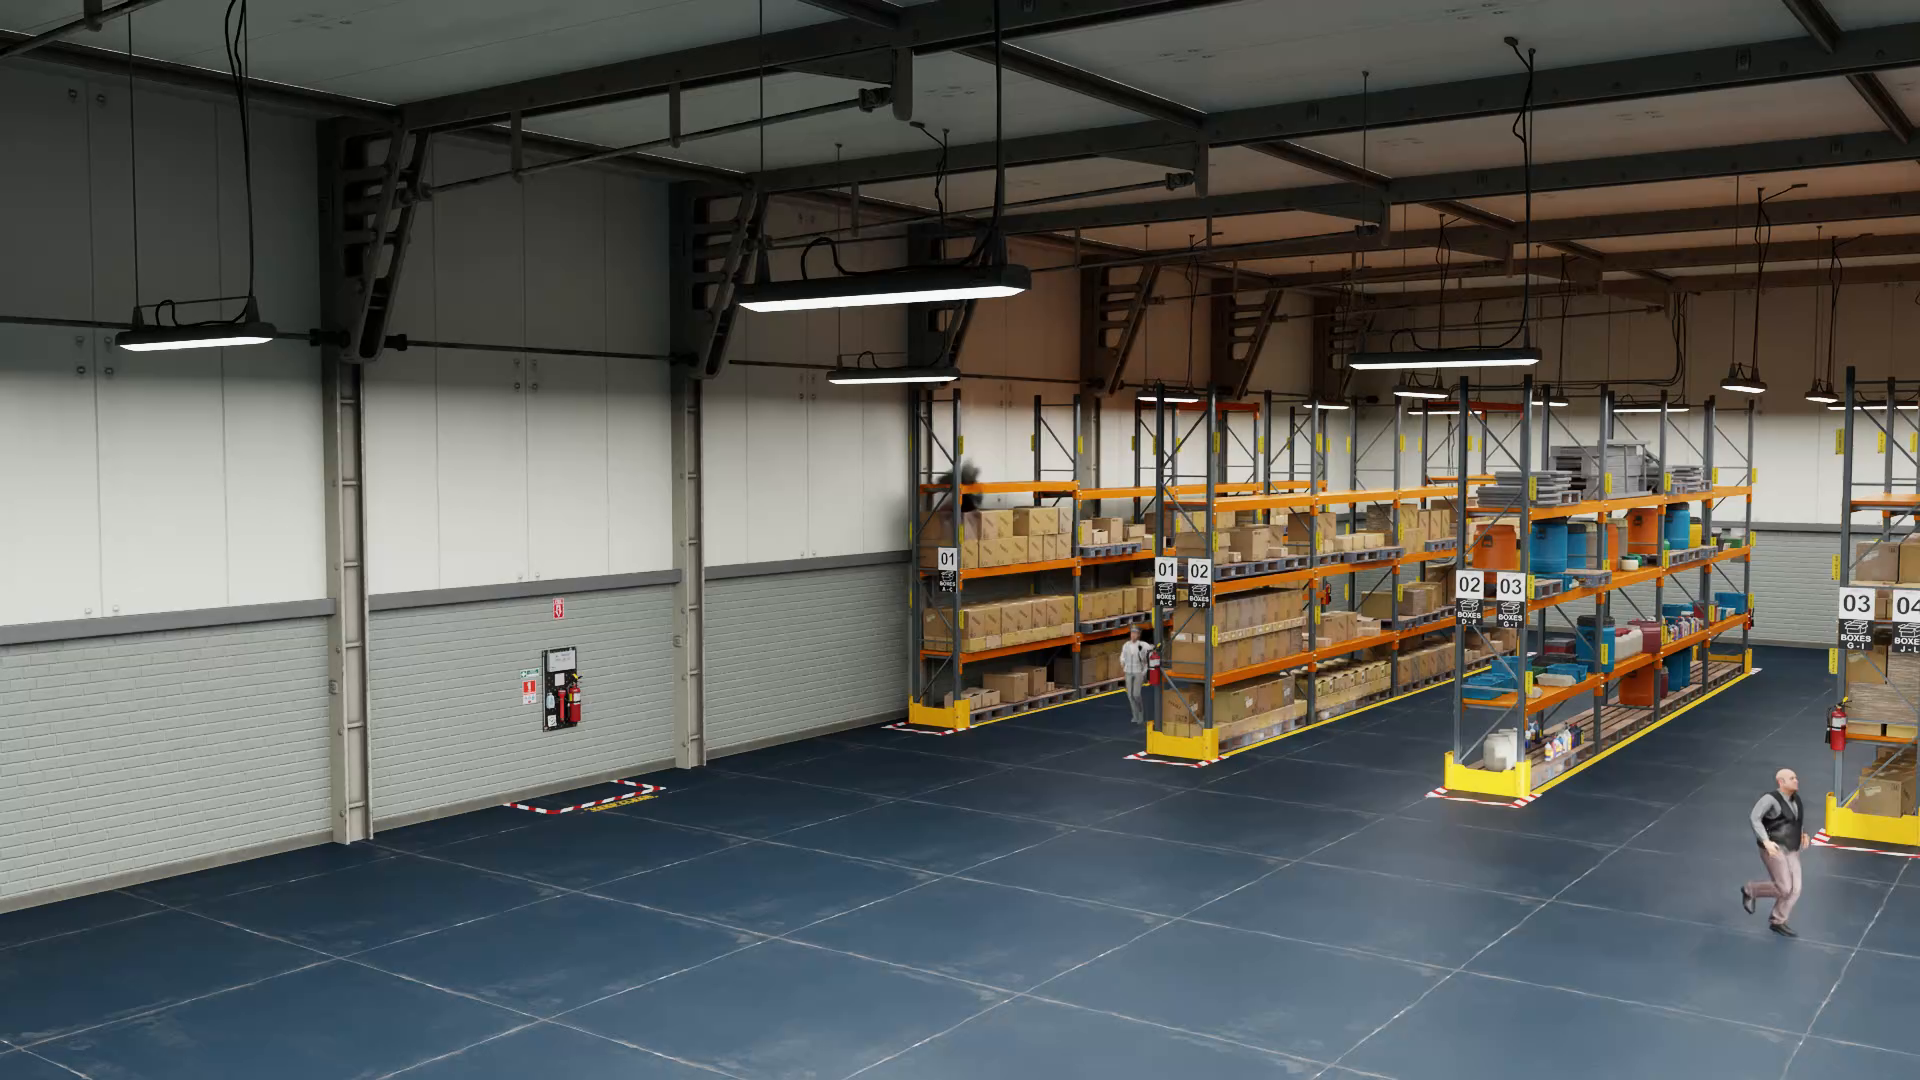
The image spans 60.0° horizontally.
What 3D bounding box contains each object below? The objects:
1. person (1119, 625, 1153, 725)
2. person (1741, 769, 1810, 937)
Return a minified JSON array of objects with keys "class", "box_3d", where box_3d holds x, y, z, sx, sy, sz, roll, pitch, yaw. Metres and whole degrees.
[{"class":"person","box_3d":[2.950,2.294,28.176,0.600,1.708,0.566,2,4,28]},{"class":"person","box_3d":[8.427,3.191,17.183,0.679,1.690,0.619,-2,4,-29]}]
